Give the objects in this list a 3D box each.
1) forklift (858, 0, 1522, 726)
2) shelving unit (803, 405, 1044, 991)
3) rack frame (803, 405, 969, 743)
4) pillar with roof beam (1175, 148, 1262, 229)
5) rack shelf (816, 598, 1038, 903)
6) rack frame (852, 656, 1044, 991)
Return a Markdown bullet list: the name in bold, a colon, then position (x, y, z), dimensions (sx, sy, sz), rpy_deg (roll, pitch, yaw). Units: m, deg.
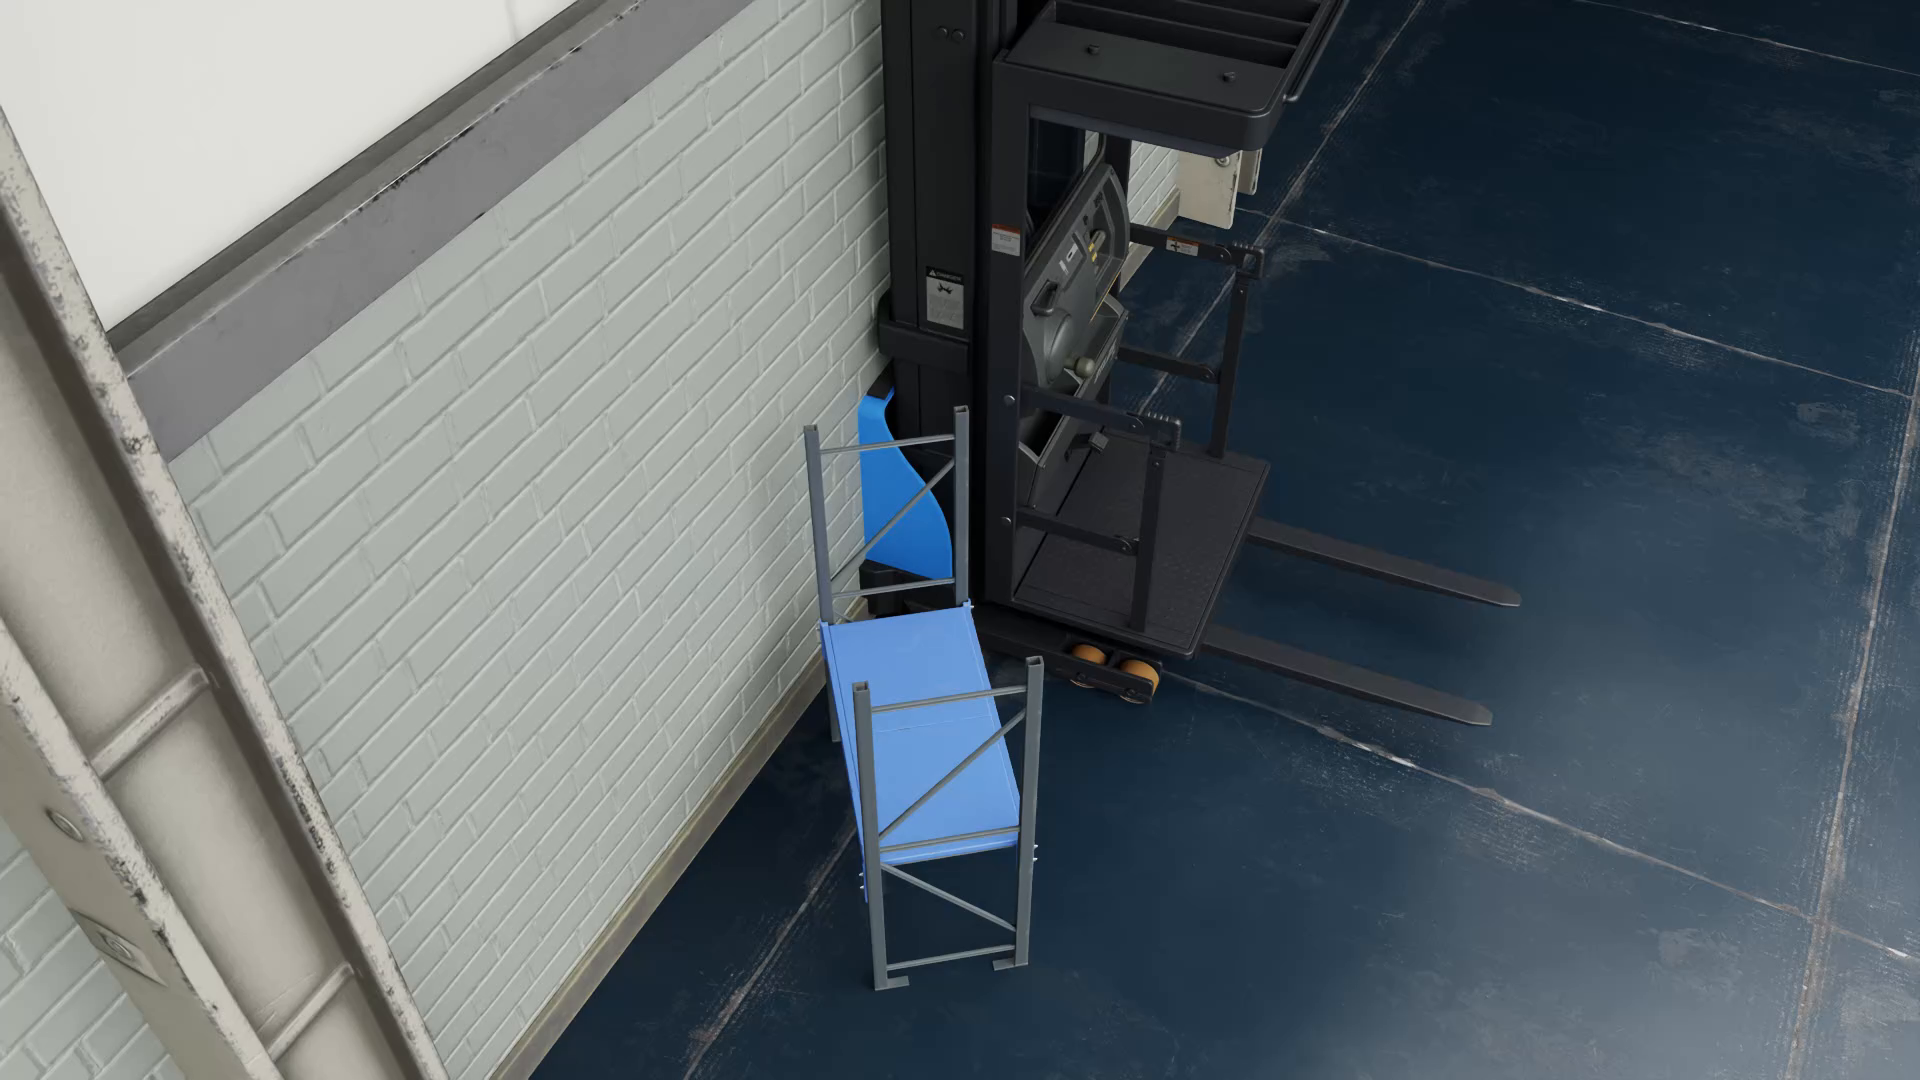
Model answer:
- **forklift**: position (0.581, -0.859, 5.538), dimensions (3.031, 2.935, 1.130), rpy_deg (16, 48, 16)
- **shelving unit**: position (-0.125, 0.518, 5.184), dimensions (0.538, 1.500, 1.048), rpy_deg (-8, 46, -8)
- **rack frame**: position (-0.221, 0.163, 5.535), dimensions (0.500, 1.500, 0.032), rpy_deg (-8, 46, -8)
- **pillar with roof beam**: position (5.105, -3.463, 3.846), dimensions (9.100, 9.000, 0.400), rpy_deg (20, 49, 19)
- **rack shelf**: position (-0.125, 0.644, 5.312), dimensions (0.538, 0.185, 1.000), rpy_deg (-8, 46, -8)
- **rack frame**: position (-0.030, 0.873, 4.833), dimensions (0.500, 1.500, 0.032), rpy_deg (-8, 46, -8)
